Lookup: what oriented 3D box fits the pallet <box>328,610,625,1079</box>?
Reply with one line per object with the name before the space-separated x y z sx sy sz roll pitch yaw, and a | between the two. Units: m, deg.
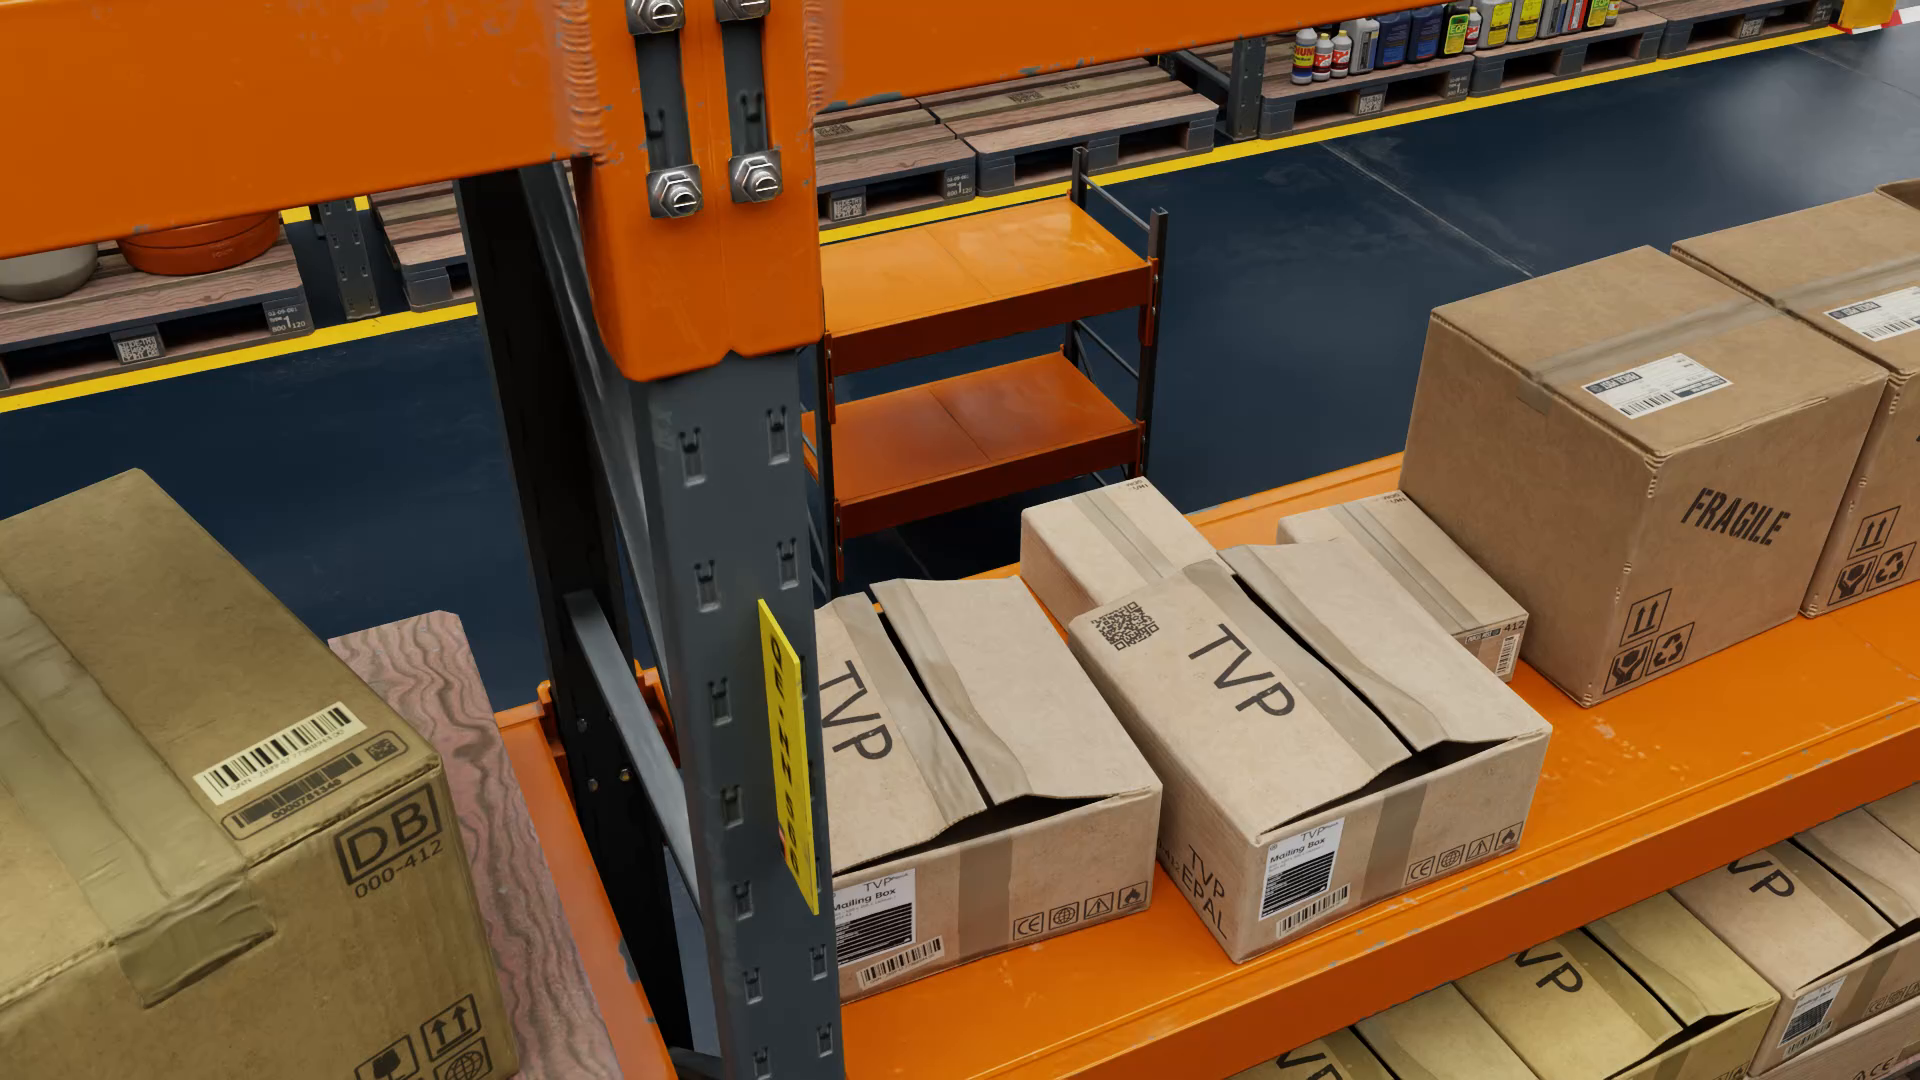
pallet | -0.983 0.636 2.035 1.003 0.211 1.213 -16 39 -20

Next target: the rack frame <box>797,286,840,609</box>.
rack frame | -0.466 -0.321 4.739 0.032 1.125 0.500 -16 39 -20

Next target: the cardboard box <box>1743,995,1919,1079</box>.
cardboard box | 1.587 0.919 3.448 0.500 0.250 0.500 -15 39 -19

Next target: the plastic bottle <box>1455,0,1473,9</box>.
plastic bottle | 2.498 -2.627 8.191 0.135 0.276 0.152 -16 39 -20

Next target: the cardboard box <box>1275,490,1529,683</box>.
cardboard box | 0.732 0.098 2.811 0.250 0.149 0.380 -13 38 -17

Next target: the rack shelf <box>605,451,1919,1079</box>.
rack shelf | 1.412 0.133 3.157 4.000 0.370 1.077 -16 39 -20

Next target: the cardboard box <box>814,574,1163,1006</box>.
cardboard box | -0.051 0.317 2.379 0.500 0.311 0.500 -13 39 -17

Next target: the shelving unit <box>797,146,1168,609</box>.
shelving unit | -0.006 -0.450 4.913 1.048 1.125 0.538 -16 39 -20

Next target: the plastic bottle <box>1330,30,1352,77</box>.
plastic bottle | 1.780 -2.283 7.790 0.097 0.201 0.097 0 37 0

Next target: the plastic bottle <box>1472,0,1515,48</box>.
plastic bottle | 2.584 -2.584 8.070 0.185 0.351 0.144 -16 39 -20

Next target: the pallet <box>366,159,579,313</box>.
pallet | -1.782 -1.378 6.930 1.213 0.211 1.003 -16 39 -20

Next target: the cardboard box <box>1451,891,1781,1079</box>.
cardboard box | 1.135 0.821 3.110 0.500 0.311 0.500 -17 40 -21

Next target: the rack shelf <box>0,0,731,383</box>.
rack shelf | -2.209 -0.060 0.899 4.000 0.370 1.077 -16 39 -20

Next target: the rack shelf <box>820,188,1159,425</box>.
rack shelf | -0.006 -0.685 4.738 1.000 0.278 0.538 -16 39 -20

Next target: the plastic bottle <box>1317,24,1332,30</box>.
plastic bottle | 1.841 -2.711 8.304 0.135 0.276 0.152 -16 39 -20

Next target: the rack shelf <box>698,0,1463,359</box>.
rack shelf | 1.412 -1.072 2.264 4.000 0.370 1.077 -16 39 -20

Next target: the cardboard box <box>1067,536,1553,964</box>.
cardboard box | 0.493 0.264 2.451 0.500 0.311 0.500 -16 39 -20

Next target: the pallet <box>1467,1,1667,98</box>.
pallet | 2.853 -2.674 8.677 1.213 0.211 1.003 -16 39 -20

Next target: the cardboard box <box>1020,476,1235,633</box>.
cardboard box | 0.298 0.074 2.843 0.250 0.149 0.380 -16 39 -20

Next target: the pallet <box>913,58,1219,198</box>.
pallet | 0.426 -1.995 7.763 1.213 0.211 1.003 -16 39 -20

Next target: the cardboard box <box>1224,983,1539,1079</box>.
cardboard box | 0.672 0.949 2.938 0.500 0.311 0.500 -17 40 -21

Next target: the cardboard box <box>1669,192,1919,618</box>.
cardboard box | 1.590 -0.257 2.995 0.500 0.500 0.500 -16 39 -20

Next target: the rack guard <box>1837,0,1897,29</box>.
rack guard | 4.693 -3.299 9.278 0.348 0.500 1.175 -16 39 -20

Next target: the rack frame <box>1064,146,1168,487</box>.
rack frame | 0.454 -0.579 5.086 0.032 1.125 0.500 -16 39 -20

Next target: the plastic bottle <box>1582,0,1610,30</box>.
plastic bottle | 3.168 -2.692 8.273 0.133 0.283 0.061 -15 39 -19

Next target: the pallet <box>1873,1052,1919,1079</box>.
pallet | 1.466 0.976 3.757 1.213 0.211 1.003 -16 39 -20

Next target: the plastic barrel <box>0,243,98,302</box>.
plastic barrel | -3.409 -1.168 6.042 0.421 0.512 0.421 0 37 0

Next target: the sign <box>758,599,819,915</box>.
sign | -0.160 0.207 1.548 0.005 0.325 0.100 -16 39 -20

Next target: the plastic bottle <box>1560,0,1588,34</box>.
plastic bottle | 3.026 -2.680 8.262 0.135 0.276 0.152 -15 39 -20

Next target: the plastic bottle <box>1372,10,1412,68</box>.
plastic bottle | 2.028 -2.428 7.860 0.185 0.351 0.144 -15 39 -19

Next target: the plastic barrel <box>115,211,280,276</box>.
plastic barrel | -2.936 -1.486 6.205 0.708 0.830 0.600 -16 39 -20

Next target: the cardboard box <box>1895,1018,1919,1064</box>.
cardboard box | 2.048 0.791 3.621 0.500 0.250 0.500 -15 39 -19

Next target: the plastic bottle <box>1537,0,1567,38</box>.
plastic bottle | 2.900 -2.645 8.215 0.135 0.276 0.152 -17 40 -21

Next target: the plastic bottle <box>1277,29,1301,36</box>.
plastic bottle | 1.643 -2.688 8.211 0.185 0.351 0.144 -16 39 -20

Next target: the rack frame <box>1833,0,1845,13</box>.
rack frame | 4.742 -4.347 8.593 0.127 3.000 1.000 -16 39 -20

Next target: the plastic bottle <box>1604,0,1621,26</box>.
plastic bottle | 3.266 -2.699 8.350 0.097 0.201 0.097 0 37 0

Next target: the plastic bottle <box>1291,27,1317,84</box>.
plastic bottle | 1.596 -2.260 7.700 0.097 0.271 0.097 0 37 0

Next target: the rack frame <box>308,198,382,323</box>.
rack frame | -2.500 -2.322 5.863 0.127 3.000 1.000 -16 39 -20

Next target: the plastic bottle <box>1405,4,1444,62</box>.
plastic bottle | 2.199 -2.476 7.925 0.185 0.351 0.144 -17 40 -22

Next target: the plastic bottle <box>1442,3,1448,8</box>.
plastic bottle | 2.316 -2.501 8.026 0.097 0.271 0.097 0 37 0

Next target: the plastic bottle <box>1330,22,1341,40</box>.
plastic bottle | 1.831 -2.419 7.904 0.133 0.283 0.061 -16 39 -20

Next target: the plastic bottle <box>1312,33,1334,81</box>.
plastic bottle | 1.688 -2.258 7.756 0.097 0.201 0.097 0 37 0

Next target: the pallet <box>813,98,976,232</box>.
pallet | -0.679 -1.684 7.343 1.213 0.211 1.003 -16 39 -20

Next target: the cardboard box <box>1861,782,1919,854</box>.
cardboard box | 2.056 0.565 3.455 0.500 0.311 0.500 -16 39 -20

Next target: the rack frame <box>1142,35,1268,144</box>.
rack frame | 1.121 -3.335 7.228 0.127 3.000 1.000 -16 39 -20

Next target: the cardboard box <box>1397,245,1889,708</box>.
cardboard box | 1.113 -0.124 2.815 0.500 0.500 0.500 -18 40 -22

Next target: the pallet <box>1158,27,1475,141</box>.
pallet | 1.747 -2.362 8.258 1.213 0.211 1.003 -16 39 -20

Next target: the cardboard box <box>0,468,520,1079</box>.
cardboard box | -0.921 0.361 1.809 0.500 0.500 0.700 -30 46 -34

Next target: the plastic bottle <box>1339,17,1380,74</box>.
plastic bottle | 1.877 -2.358 7.829 0.135 0.276 0.152 -14 39 -18

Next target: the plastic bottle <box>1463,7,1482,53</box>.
plastic bottle | 2.465 -2.475 8.049 0.097 0.201 0.097 0 37 0

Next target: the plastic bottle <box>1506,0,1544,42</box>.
plastic bottle | 2.752 -2.631 8.133 0.185 0.351 0.144 -14 39 -18

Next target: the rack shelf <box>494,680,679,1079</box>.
rack shelf | -2.209 1.145 1.792 4.000 0.370 1.077 -16 39 -20

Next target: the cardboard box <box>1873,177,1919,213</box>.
cardboard box | 2.043 -0.384 3.166 0.500 0.500 0.500 -13 38 -17

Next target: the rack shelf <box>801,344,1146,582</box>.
rack shelf | -0.006 -0.254 5.058 1.000 0.278 0.538 -16 39 -20

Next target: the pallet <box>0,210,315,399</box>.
pallet | -3.196 -0.980 6.395 1.213 0.211 1.003 -16 39 -20

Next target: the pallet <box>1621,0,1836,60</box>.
pallet | 3.955 -2.980 9.091 1.213 0.211 1.003 -16 39 -20

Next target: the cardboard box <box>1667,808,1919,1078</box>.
cardboard box | 1.600 0.690 3.286 0.500 0.311 0.500 -16 39 -21

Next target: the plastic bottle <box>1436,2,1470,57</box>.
plastic bottle | 2.366 -2.468 7.971 0.133 0.283 0.061 -14 39 -18
